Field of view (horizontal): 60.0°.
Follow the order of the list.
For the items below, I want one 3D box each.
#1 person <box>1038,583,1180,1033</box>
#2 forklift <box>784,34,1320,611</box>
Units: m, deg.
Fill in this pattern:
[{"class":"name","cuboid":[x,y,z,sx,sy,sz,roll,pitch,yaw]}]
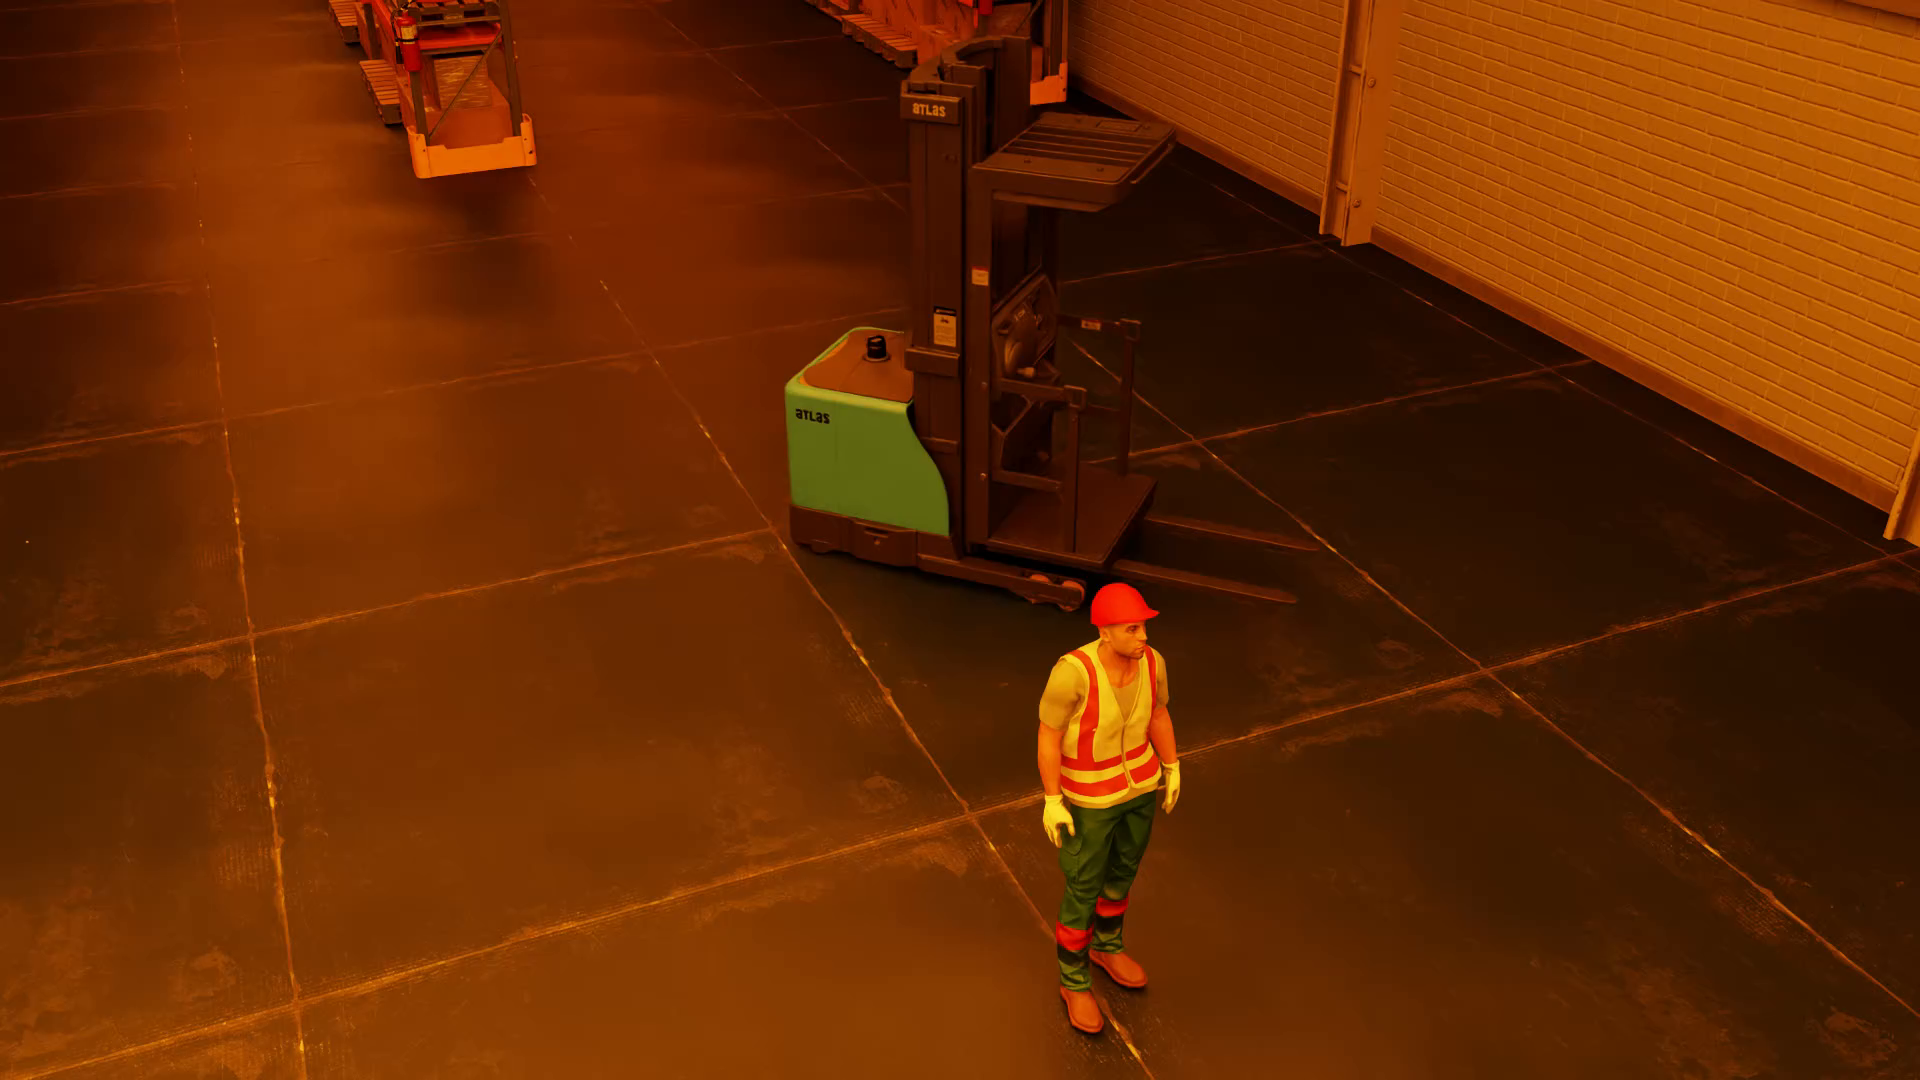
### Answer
[{"class":"person","cuboid":[0.624,1.017,6.478,0.638,1.787,0.564,-16,33,-26]},{"class":"forklift","cuboid":[0.546,-1.173,9.171,3.031,2.935,1.130,11,32,19]}]
